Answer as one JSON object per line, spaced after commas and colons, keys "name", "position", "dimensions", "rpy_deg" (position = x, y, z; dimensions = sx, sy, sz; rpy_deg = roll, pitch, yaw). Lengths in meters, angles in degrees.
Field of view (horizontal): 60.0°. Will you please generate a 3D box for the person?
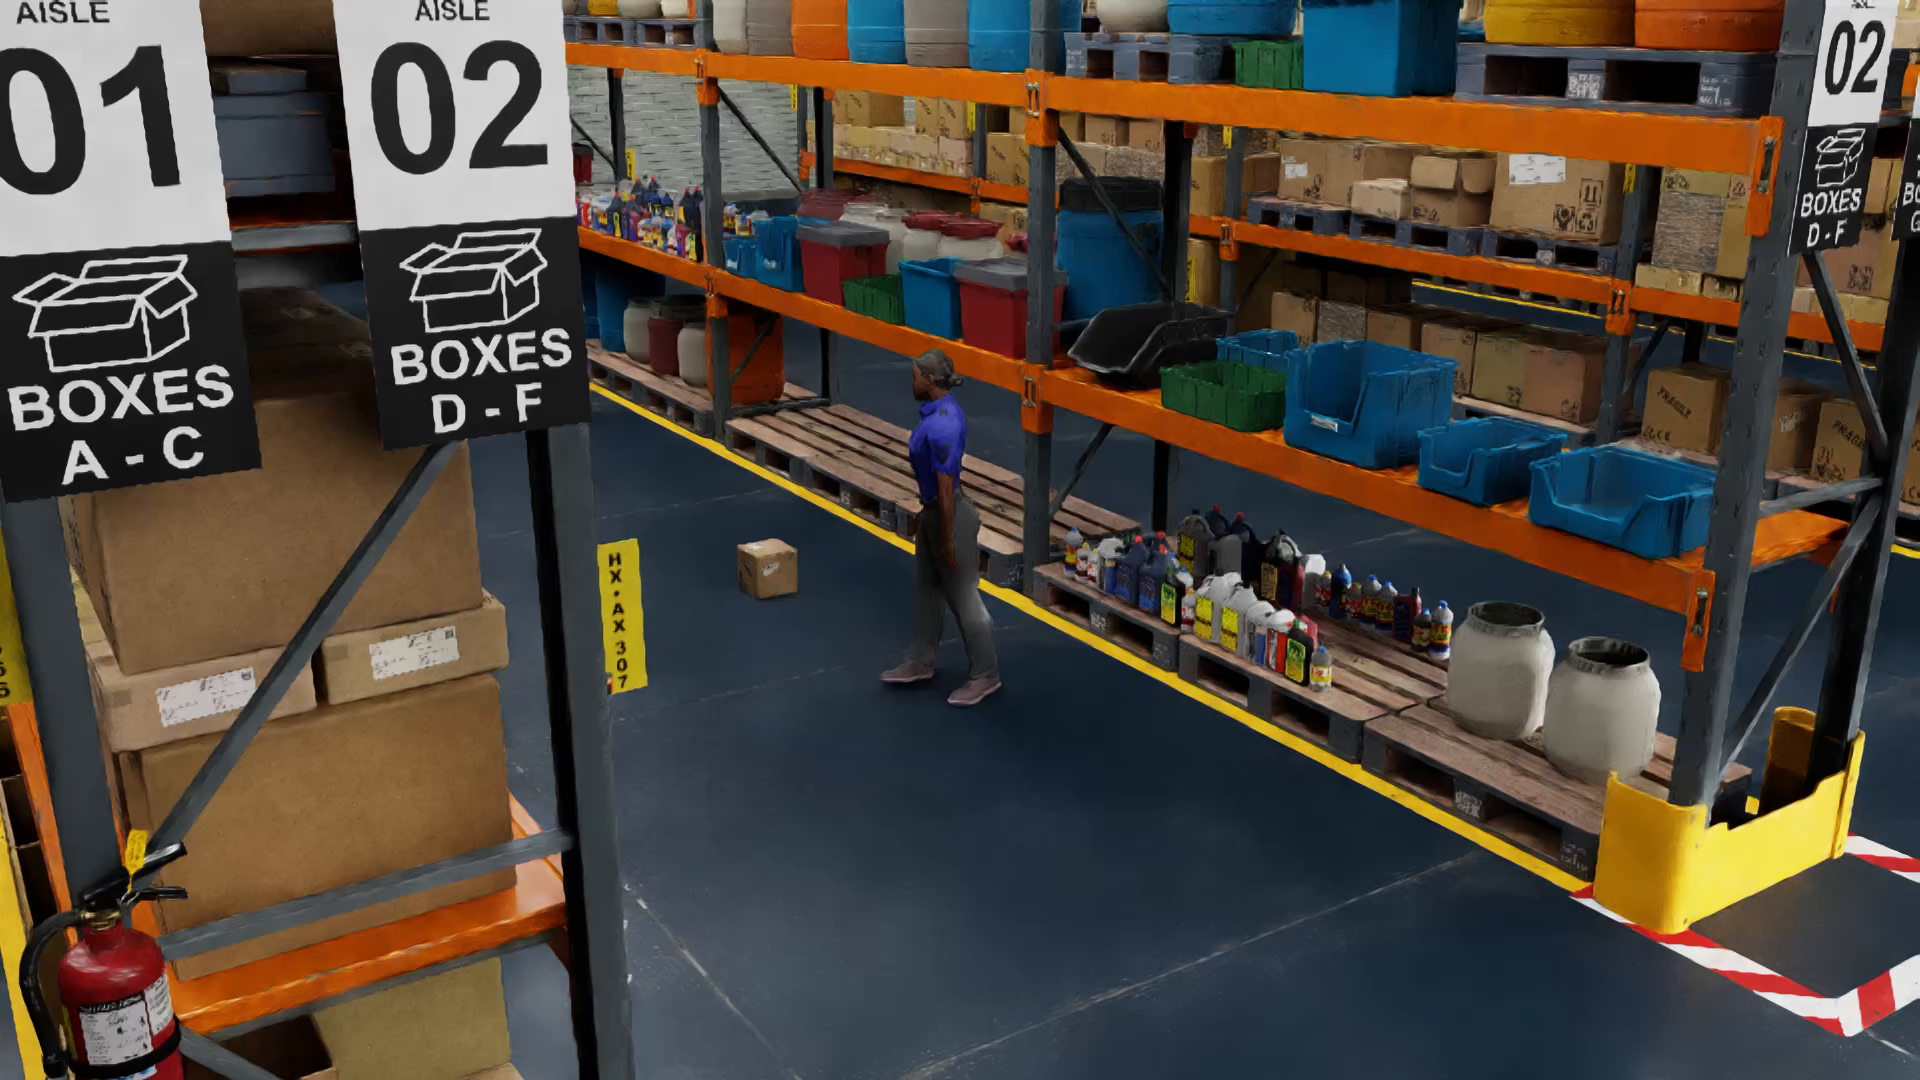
{"name": "person", "position": [-0.104, -0.083, 7.796], "dimensions": [0.574, 1.654, 0.565], "rpy_deg": [-2, 18, -6]}
